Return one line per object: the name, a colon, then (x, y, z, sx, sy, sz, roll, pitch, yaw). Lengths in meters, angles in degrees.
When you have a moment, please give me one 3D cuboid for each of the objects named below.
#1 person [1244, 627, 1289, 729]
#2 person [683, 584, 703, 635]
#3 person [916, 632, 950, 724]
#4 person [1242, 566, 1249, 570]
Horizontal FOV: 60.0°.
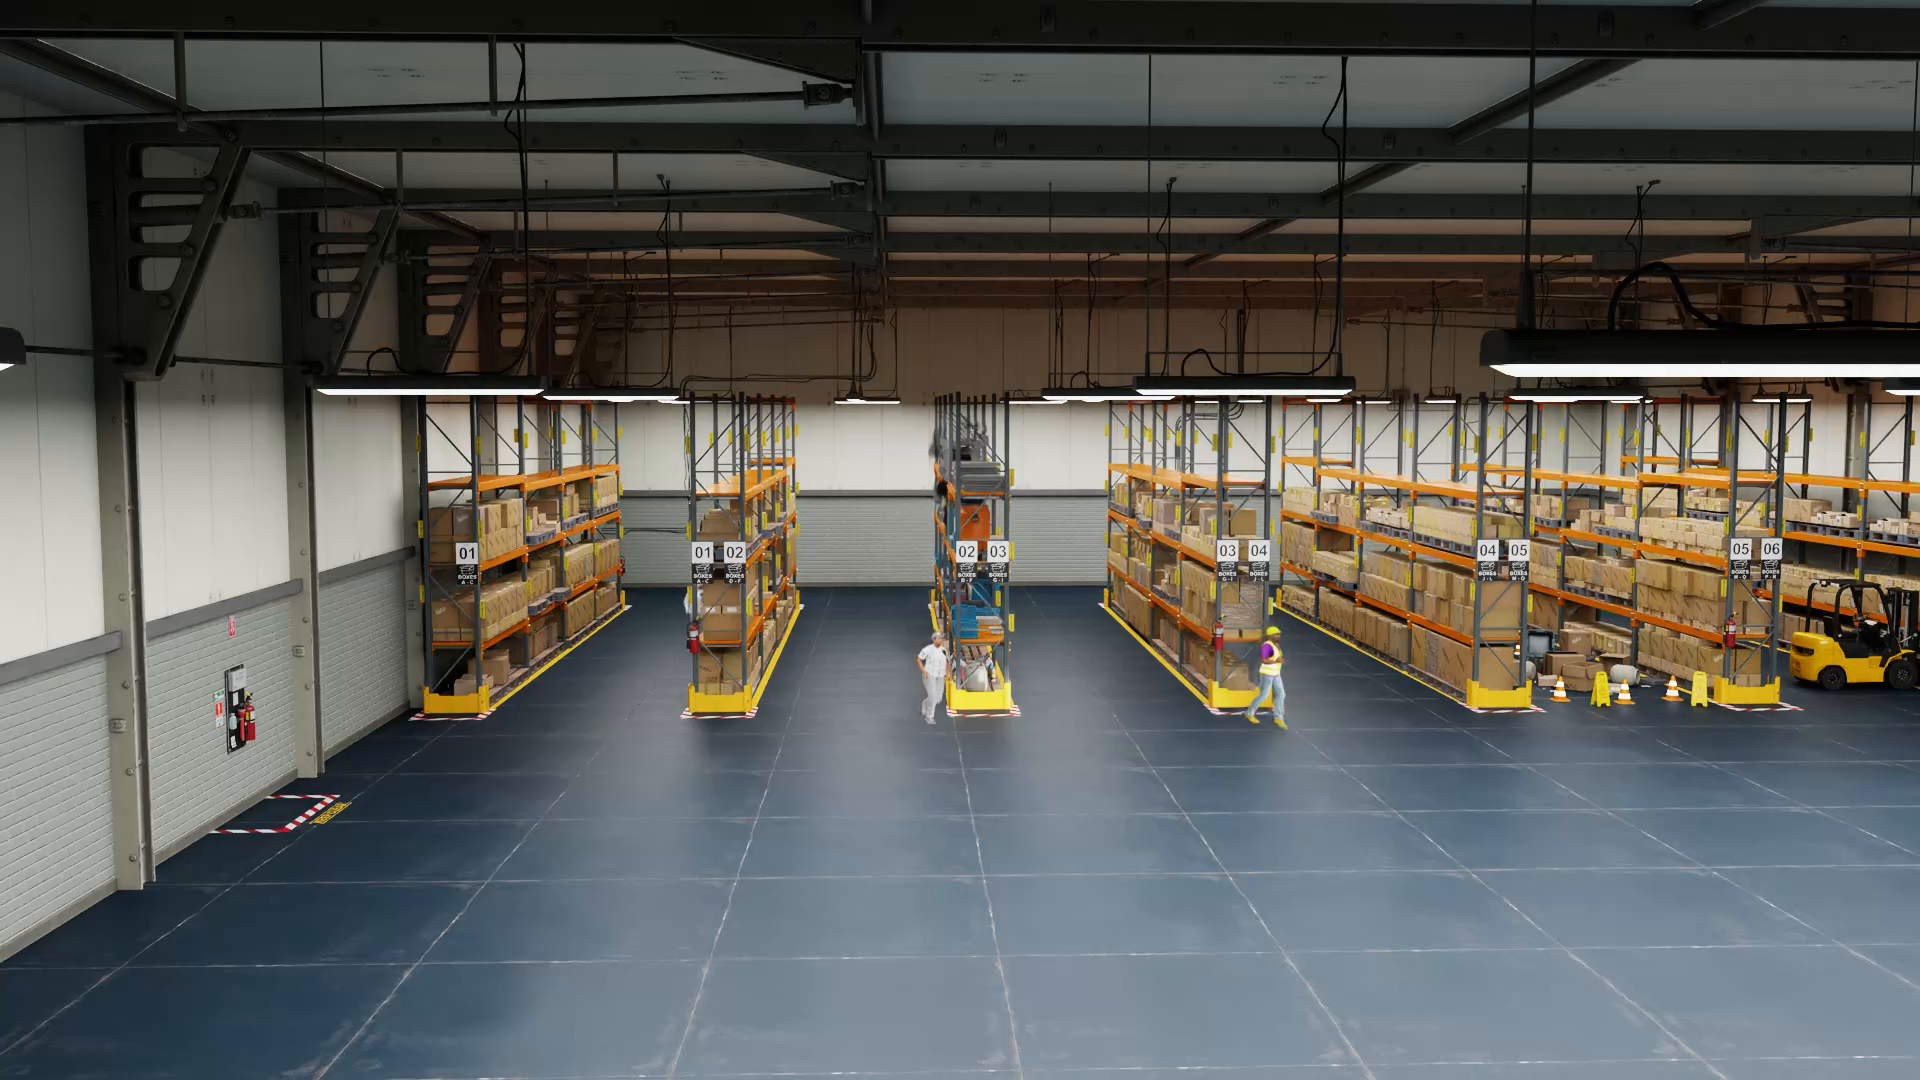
person: (5.547, 2.456, 29.836, 0.804, 1.818, 0.696, 3, 6, 35)
person: (-6.192, 1.745, 39.149, 0.634, 1.680, 0.769, -1, 5, -8)
person: (-0.478, 2.496, 30.354, 0.658, 1.632, 0.570, -3, 6, -34)
person: (7.922, 1.135, 46.406, 0.664, 1.837, 0.726, 0, 5, 4)
